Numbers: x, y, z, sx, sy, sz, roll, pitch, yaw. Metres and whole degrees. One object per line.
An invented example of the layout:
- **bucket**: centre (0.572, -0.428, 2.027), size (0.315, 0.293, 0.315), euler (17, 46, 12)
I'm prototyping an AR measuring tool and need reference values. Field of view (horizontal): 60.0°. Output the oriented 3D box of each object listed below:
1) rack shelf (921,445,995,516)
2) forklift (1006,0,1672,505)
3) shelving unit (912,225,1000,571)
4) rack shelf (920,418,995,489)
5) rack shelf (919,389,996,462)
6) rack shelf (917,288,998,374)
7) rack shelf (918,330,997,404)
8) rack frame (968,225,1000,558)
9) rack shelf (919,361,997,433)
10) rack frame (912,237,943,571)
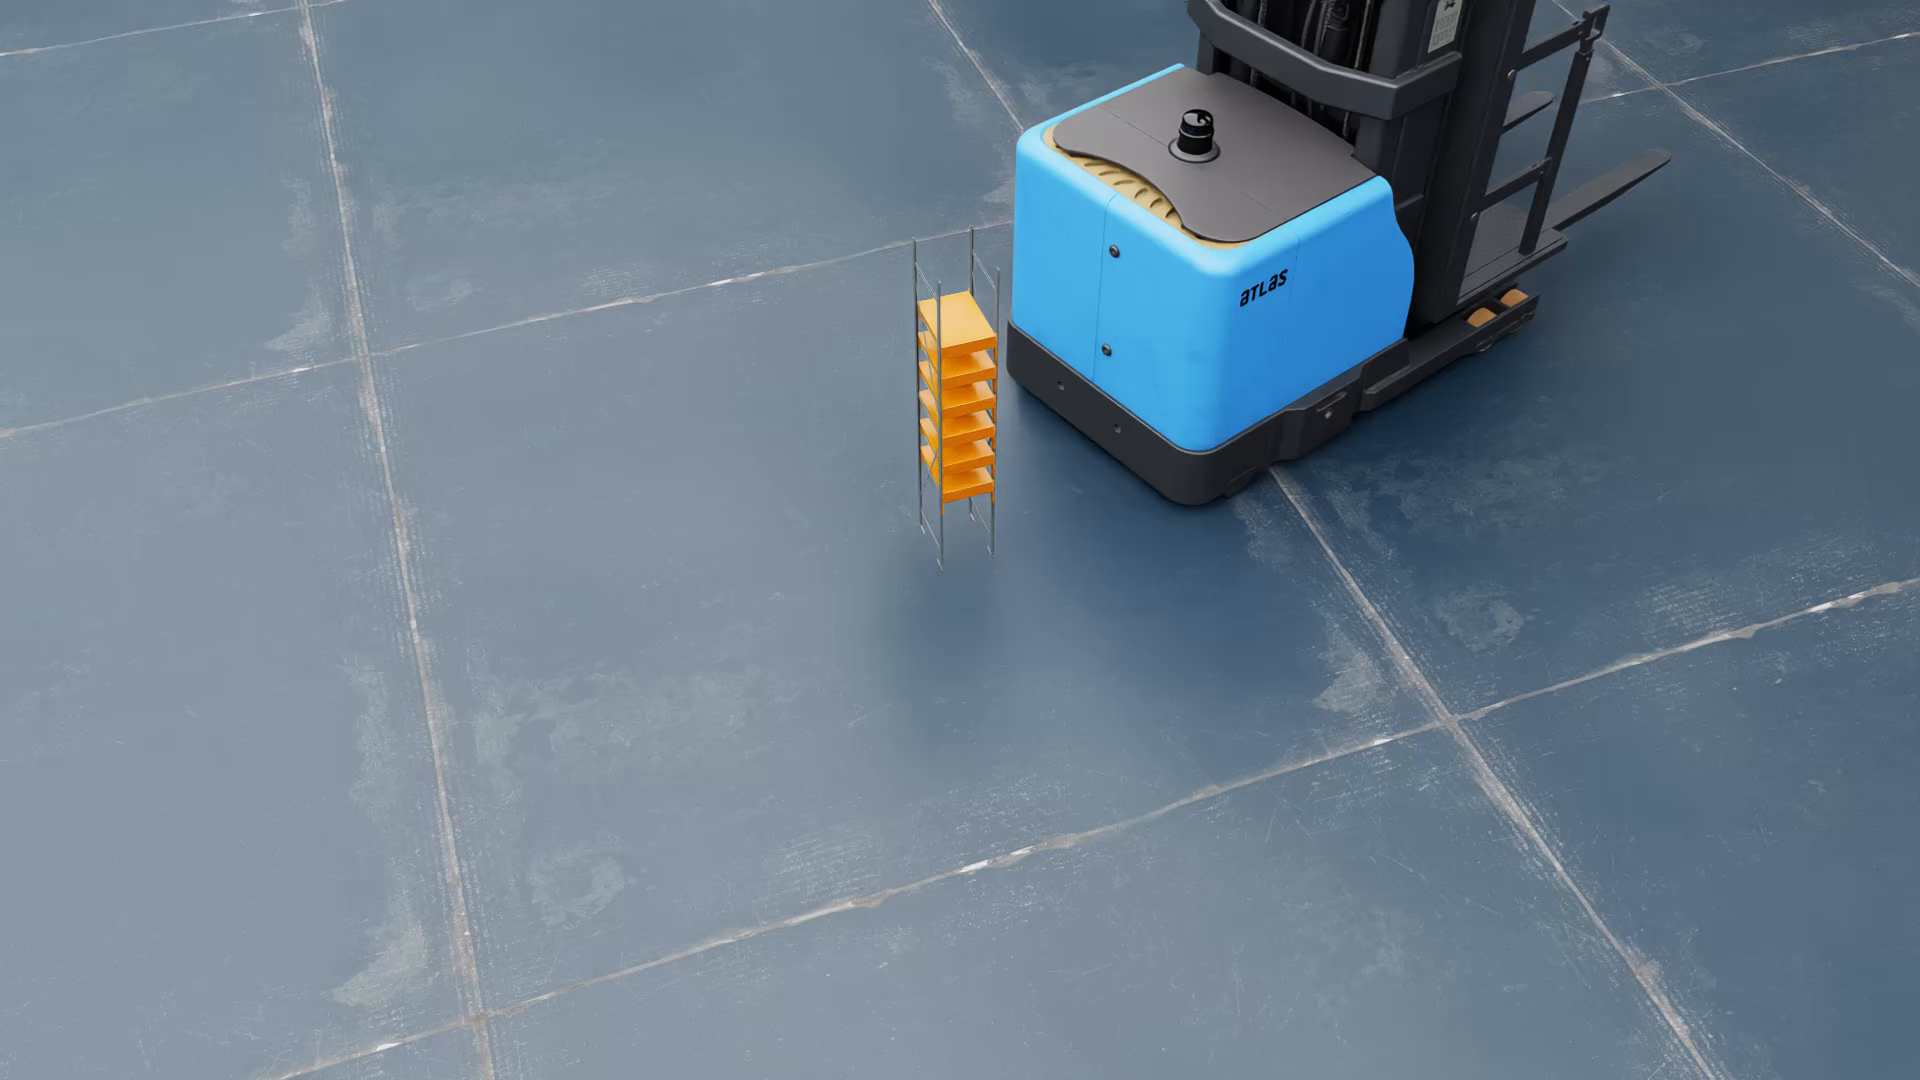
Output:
- **rack shelf**: centre (-0.014, -0.219, 5.523), size (0.180, 0.103, 0.258), euler (-14, 47, -14)
- **forklift**: centre (1.642, -2.033, 5.707), size (3.031, 2.935, 1.130), euler (-30, 52, -26)
- **shelving unit**: centre (-0.014, -0.420, 5.322), size (0.189, 1.200, 0.258), euler (-14, 47, -14)
- **rack shelf**: centre (-0.014, -0.304, 5.438), size (0.180, 0.103, 0.258), euler (-14, 47, -14)
- **rack shelf**: centre (-0.014, -0.389, 5.353), size (0.180, 0.103, 0.258), euler (-14, 47, -14)
- **rack shelf**: centre (-0.014, -0.643, 5.098), size (0.180, 0.103, 0.258), euler (-14, 47, -14)
- **rack shelf**: centre (-0.014, -0.558, 5.183), size (0.180, 0.103, 0.258), euler (-14, 47, -14)
- **rack frame**: centre (0.072, -0.442, 5.343), size (0.006, 1.200, 0.240), euler (-14, 47, -14)
- **rack shelf**: centre (-0.014, -0.473, 5.268), size (0.180, 0.103, 0.258), euler (-14, 47, -14)
- **rack frame**: centre (-0.100, -0.398, 5.300), size (0.006, 1.200, 0.240), euler (-14, 47, -14)
